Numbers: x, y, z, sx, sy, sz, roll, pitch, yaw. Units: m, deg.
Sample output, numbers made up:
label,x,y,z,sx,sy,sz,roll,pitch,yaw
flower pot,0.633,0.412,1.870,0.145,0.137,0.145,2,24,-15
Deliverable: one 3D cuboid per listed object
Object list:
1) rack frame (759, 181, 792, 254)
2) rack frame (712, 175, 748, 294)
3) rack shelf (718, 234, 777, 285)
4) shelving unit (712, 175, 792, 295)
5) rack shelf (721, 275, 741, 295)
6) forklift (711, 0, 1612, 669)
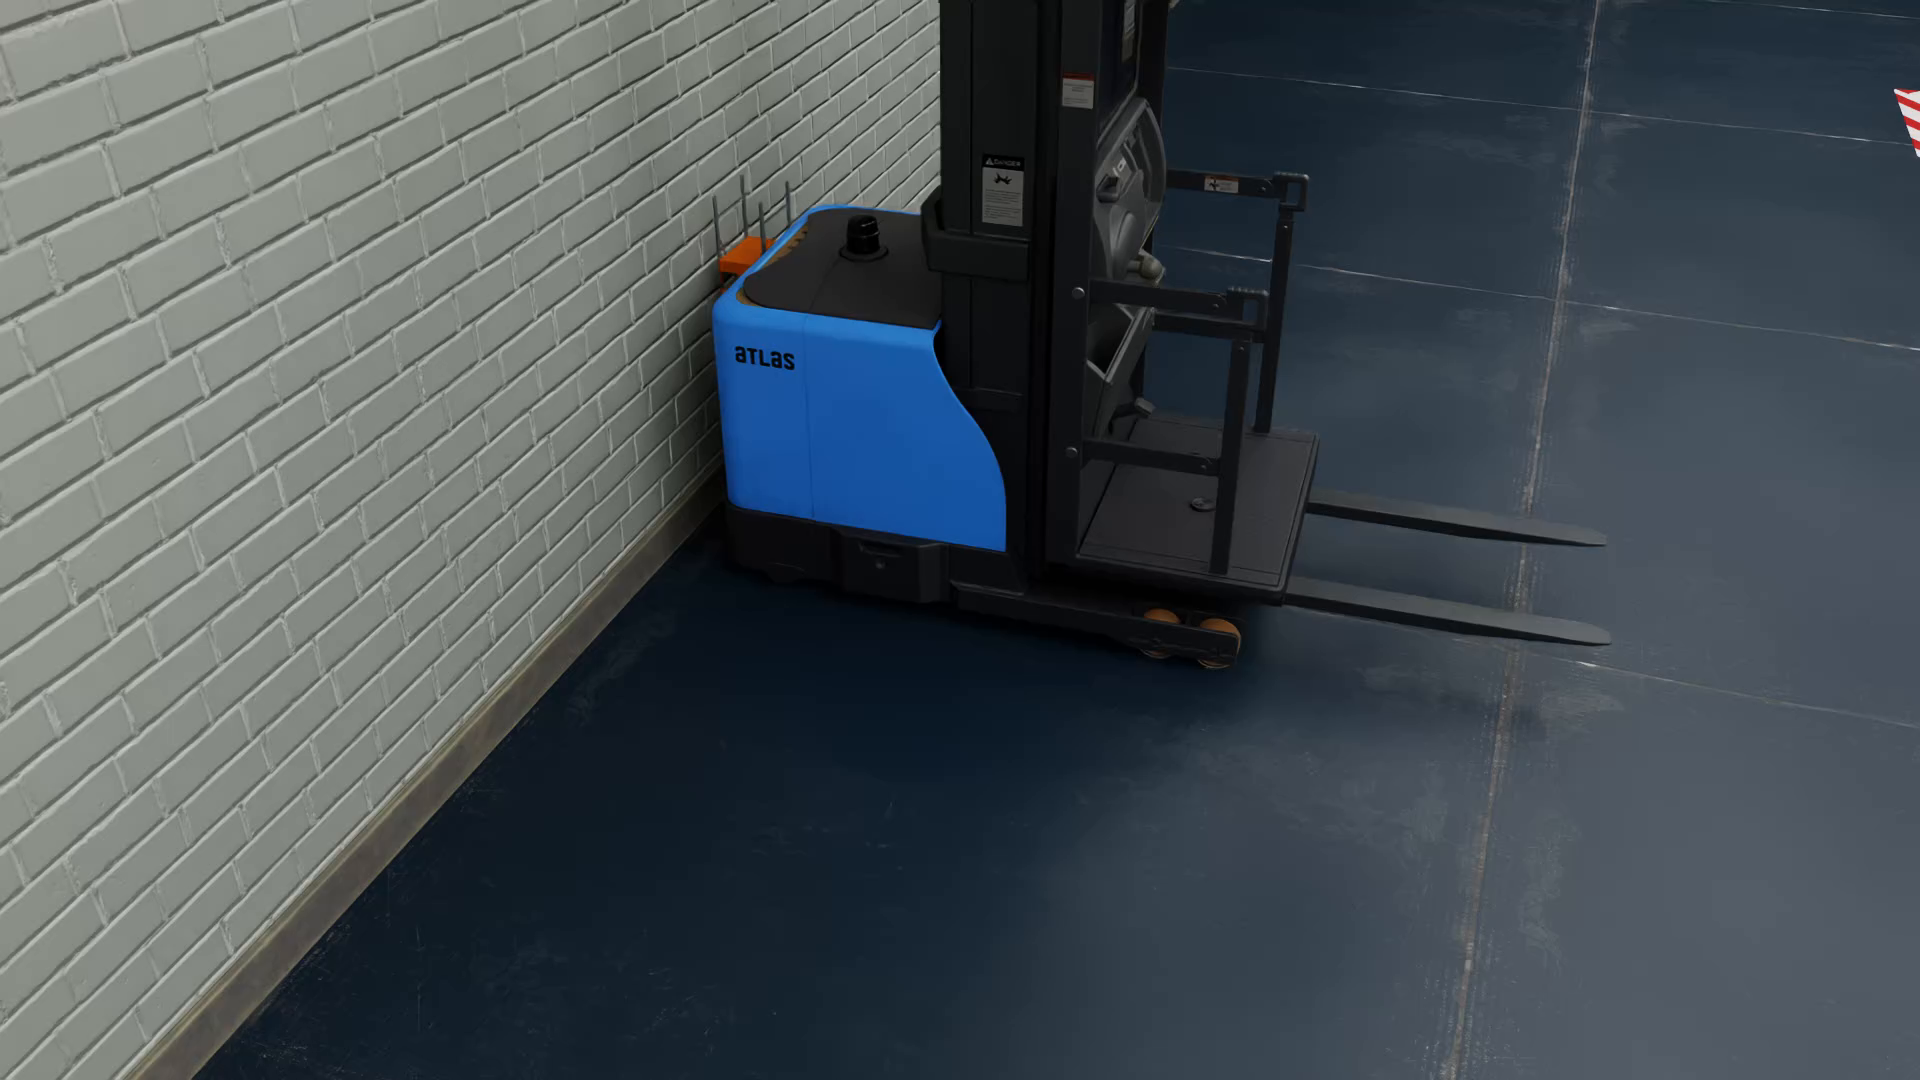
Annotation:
label,x,y,z,sx,sy,sz,roll,pitch,yaw
rack frame,-0.668,-0.745,6.298,0.006,1.200,0.240,11,35,17
rack frame,-0.840,-0.780,6.352,0.006,1.200,0.240,11,35,17
rack shelf,-0.754,-1.028,6.154,0.180,0.103,0.258,11,35,17
shelving unit,-0.754,-0.763,6.325,0.189,1.200,0.258,11,35,17
rack shelf,-0.754,-0.927,6.219,0.180,0.103,0.258,11,35,17
forklift,0.734,-1.123,5.287,3.031,2.935,1.130,9,34,14
